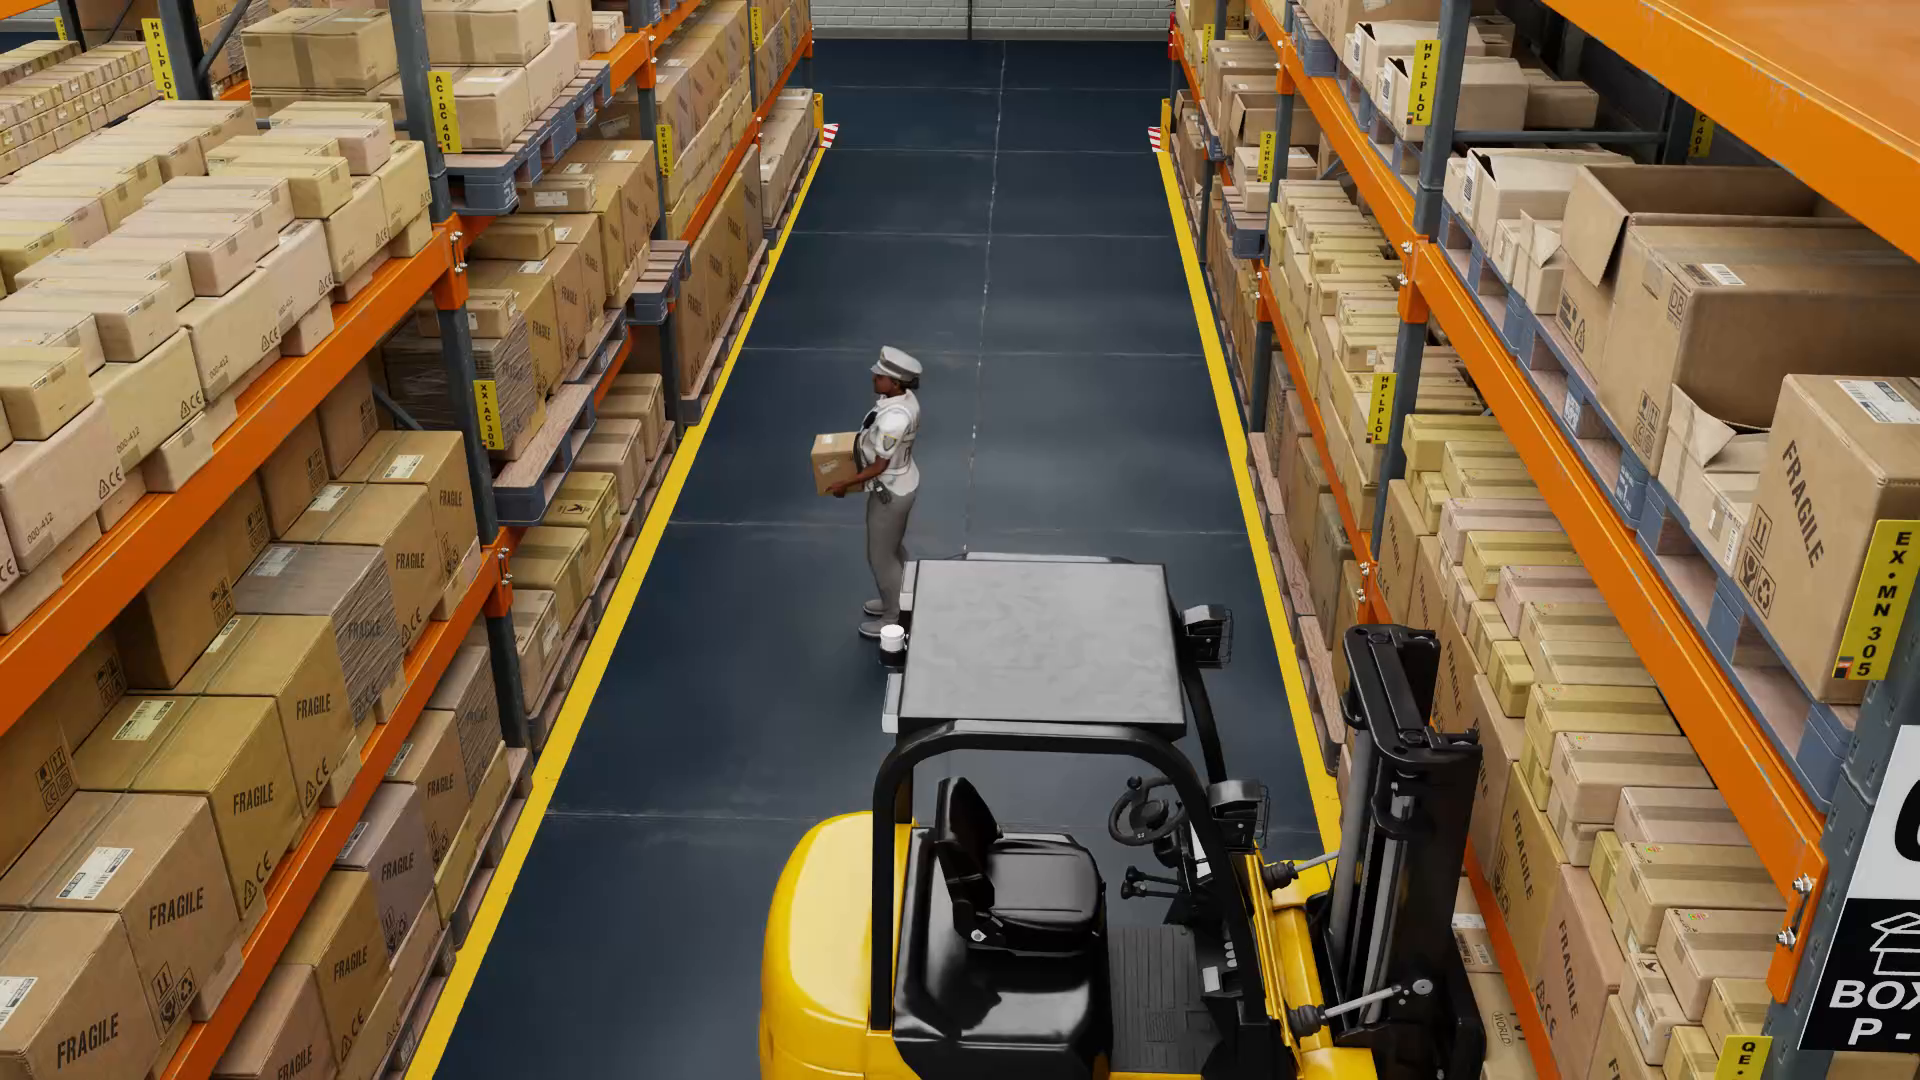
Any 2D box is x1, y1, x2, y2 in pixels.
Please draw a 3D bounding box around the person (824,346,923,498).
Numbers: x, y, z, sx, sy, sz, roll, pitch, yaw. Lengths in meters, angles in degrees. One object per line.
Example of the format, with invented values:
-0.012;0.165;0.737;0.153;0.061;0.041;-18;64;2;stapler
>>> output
-0.460;-0.654;8.911;0.533;0.831;0.444;1;28;3;person
